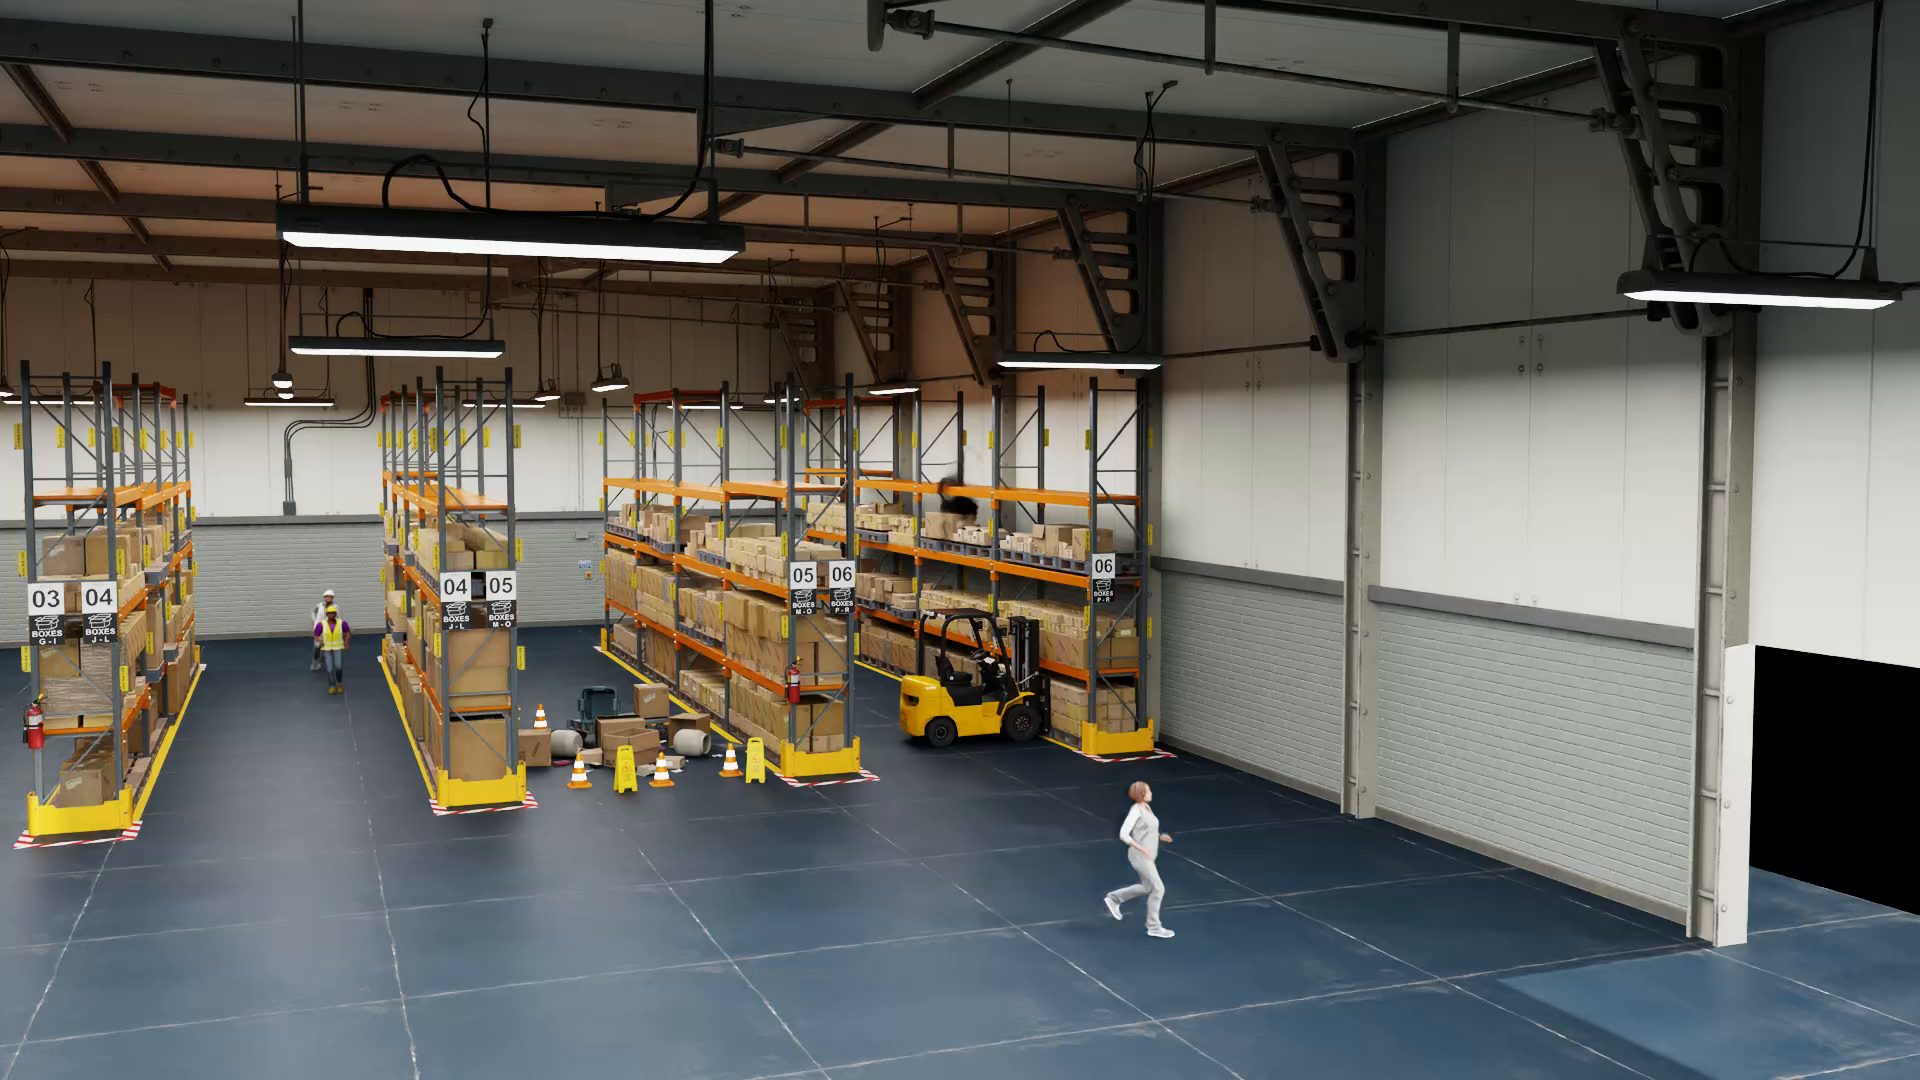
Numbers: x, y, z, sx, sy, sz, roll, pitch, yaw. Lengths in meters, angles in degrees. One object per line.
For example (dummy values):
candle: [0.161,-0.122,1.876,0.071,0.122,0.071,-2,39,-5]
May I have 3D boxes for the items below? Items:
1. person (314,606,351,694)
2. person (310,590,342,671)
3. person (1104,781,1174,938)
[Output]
person: [-12.317,2.164,32.625,0.676,1.739,0.660,-1,4,-18]
person: [-13.774,1.959,36.114,0.677,1.751,0.654,-1,4,-21]
person: [1.807,3.209,16.780,0.734,1.561,0.546,1,4,19]
